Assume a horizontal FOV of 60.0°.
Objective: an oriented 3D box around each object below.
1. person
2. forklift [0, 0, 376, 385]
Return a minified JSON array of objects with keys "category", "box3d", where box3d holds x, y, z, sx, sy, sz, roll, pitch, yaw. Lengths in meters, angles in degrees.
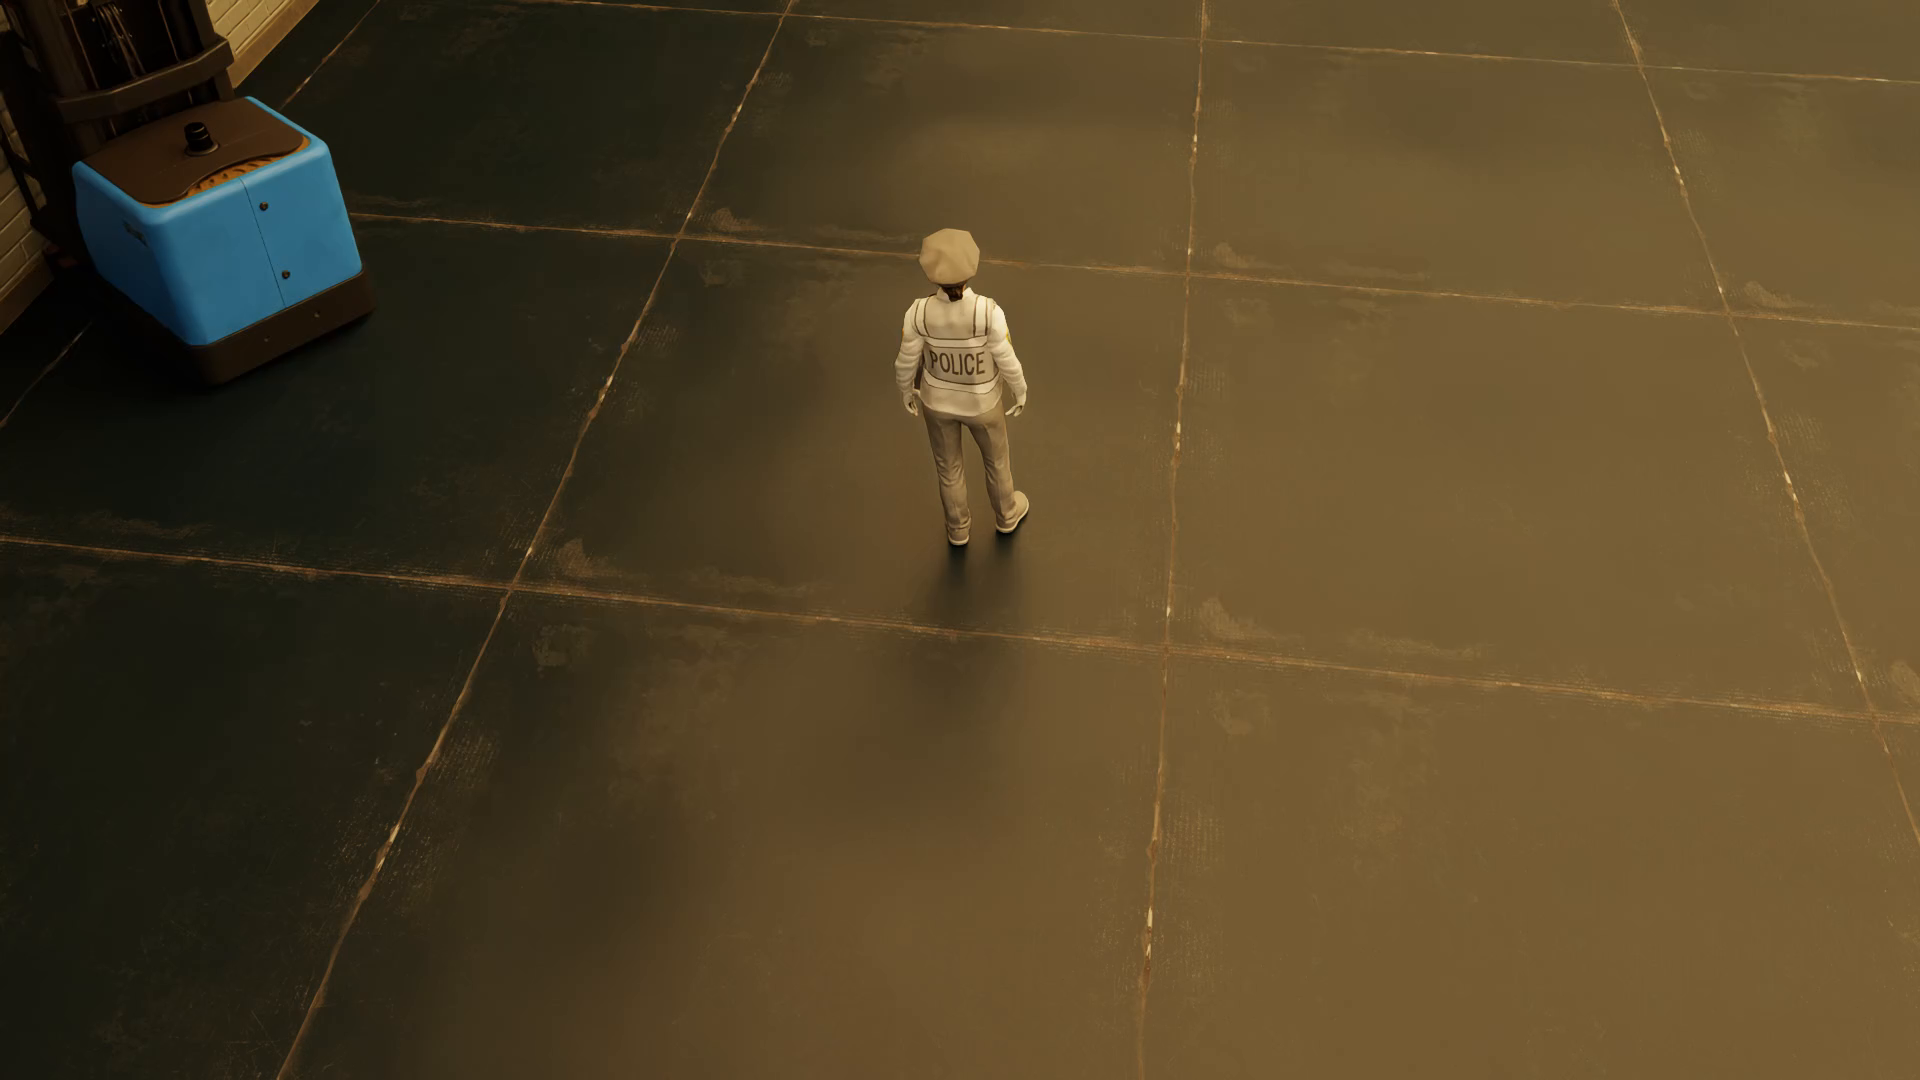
[{"category":"person","box3d":[0.016,-0.675,7.363,0.586,1.694,0.530,5,43,6]},{"category":"forklift","box3d":[-4.658,-2.757,8.725,3.031,2.935,1.130,32,51,30]}]
